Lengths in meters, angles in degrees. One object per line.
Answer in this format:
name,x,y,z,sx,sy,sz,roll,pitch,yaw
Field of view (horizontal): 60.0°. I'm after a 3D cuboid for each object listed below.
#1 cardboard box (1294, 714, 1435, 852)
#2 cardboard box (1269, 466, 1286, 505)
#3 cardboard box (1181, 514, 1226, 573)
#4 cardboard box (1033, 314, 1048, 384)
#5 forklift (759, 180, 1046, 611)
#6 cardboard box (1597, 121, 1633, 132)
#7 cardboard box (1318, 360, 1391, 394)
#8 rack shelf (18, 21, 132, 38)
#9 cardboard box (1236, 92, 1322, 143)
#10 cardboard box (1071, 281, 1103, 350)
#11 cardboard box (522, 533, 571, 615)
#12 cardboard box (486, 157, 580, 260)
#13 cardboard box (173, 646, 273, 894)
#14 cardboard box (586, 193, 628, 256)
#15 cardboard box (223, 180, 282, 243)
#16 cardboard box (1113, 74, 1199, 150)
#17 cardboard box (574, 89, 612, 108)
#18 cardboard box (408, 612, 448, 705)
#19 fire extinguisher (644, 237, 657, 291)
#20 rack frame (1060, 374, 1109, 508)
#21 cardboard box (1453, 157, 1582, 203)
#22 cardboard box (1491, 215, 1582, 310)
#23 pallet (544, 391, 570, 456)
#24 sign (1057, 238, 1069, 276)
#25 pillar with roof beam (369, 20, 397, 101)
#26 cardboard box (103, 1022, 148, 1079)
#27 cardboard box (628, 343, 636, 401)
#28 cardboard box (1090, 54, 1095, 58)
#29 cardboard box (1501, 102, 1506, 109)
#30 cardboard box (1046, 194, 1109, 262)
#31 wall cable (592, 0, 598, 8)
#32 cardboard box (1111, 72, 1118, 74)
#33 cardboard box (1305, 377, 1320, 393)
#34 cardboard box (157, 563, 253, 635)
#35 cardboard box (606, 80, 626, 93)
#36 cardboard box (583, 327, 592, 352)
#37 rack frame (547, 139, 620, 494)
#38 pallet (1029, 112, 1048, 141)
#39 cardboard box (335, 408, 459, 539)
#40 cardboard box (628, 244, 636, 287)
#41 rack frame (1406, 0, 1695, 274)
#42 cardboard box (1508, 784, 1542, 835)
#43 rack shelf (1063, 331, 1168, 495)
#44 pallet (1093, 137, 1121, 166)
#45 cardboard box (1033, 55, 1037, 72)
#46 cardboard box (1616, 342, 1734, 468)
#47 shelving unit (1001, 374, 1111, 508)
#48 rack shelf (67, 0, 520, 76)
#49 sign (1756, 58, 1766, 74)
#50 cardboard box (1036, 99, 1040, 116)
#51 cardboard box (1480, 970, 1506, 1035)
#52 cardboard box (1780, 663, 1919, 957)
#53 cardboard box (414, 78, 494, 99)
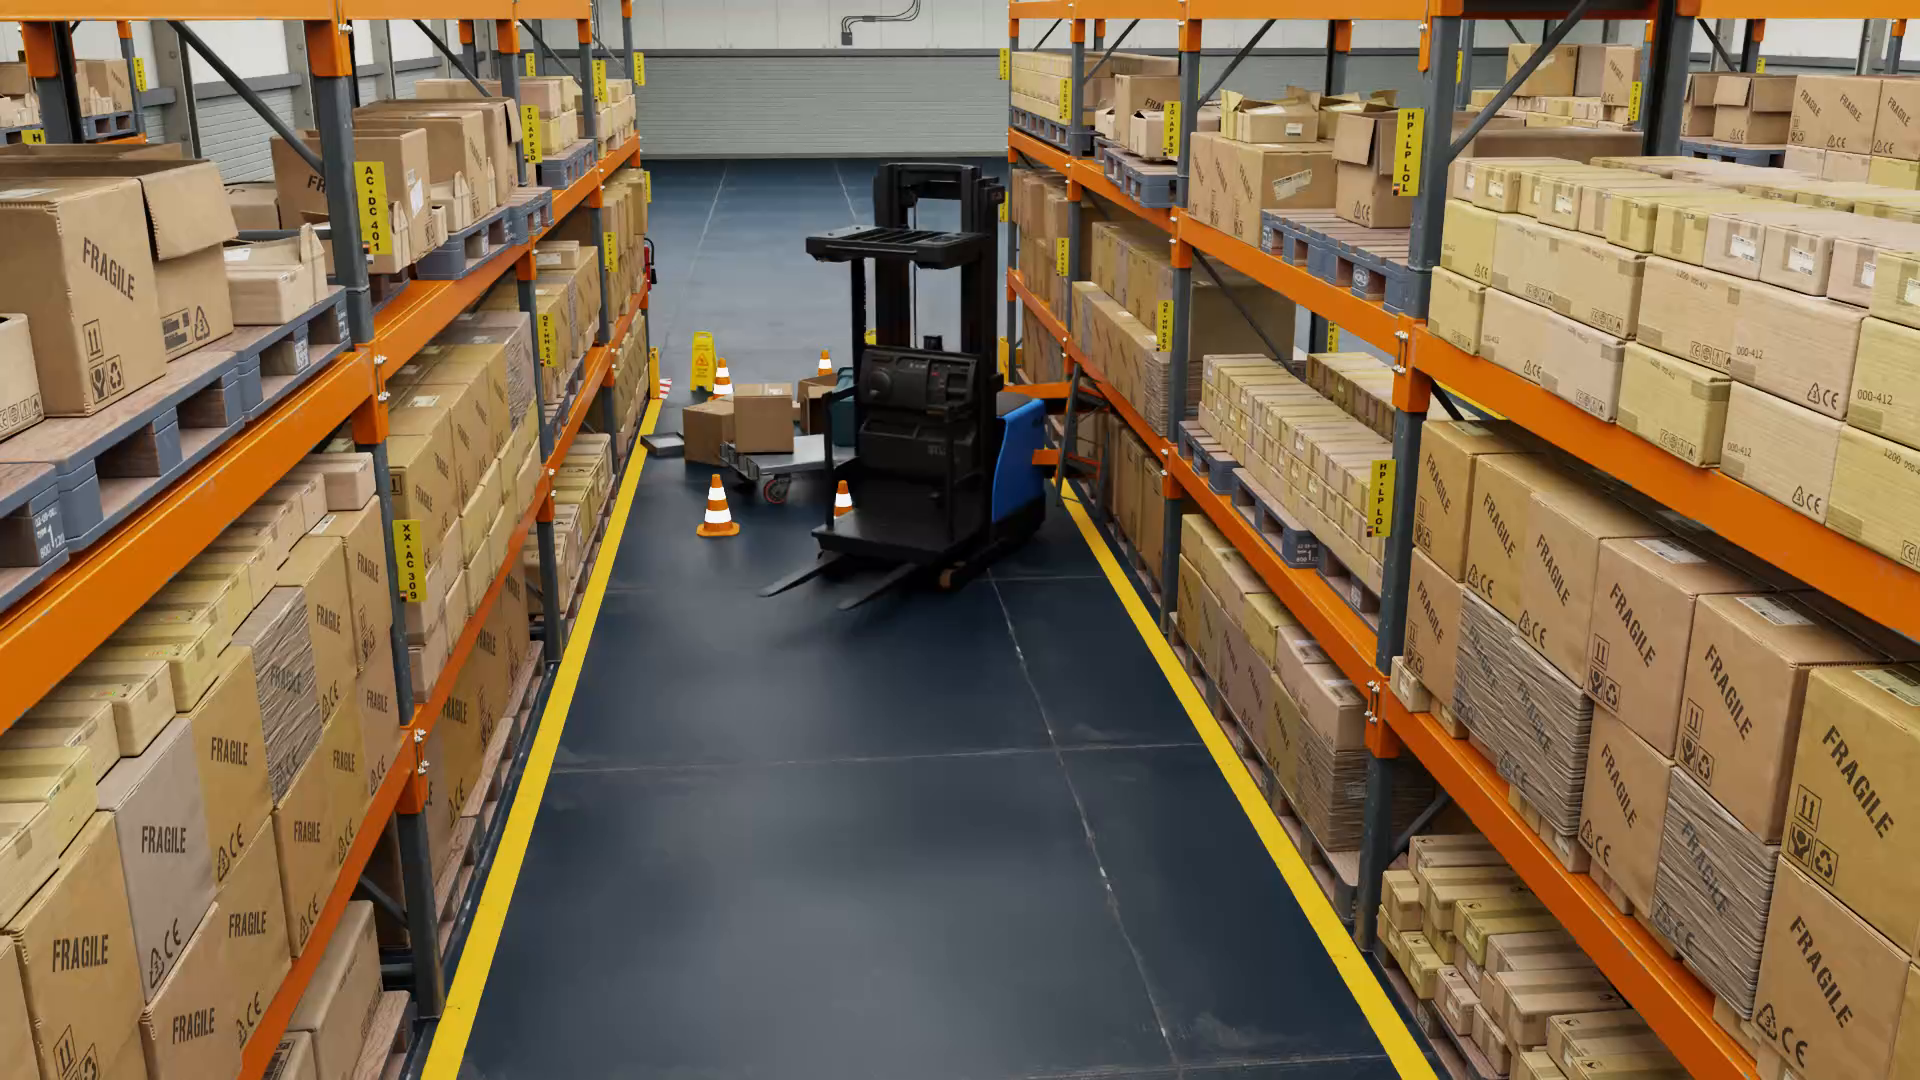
cardboard box,1.939,1.145,7.993,0.500,0.500,0.500,-2,18,-7
cardboard box,1.863,-0.294,8.825,0.380,0.149,0.250,-2,18,-7
cardboard box,1.684,0.022,10.321,0.500,0.250,0.500,-3,18,-8
cardboard box,1.257,-1.934,17.175,0.875,0.875,0.875,-2,18,-7
forklift,-0.403,-1.135,12.046,1.129,2.843,3.031,8,19,25
cardboard box,6.078,-3.628,14.968,0.500,0.250,0.500,-1,17,-4
cardboard box,2.384,-0.983,10.027,0.380,0.149,0.250,-2,18,-6
rack shelf,-8.615,-4.604,14.688,1.077,0.370,4.000,-2,18,-6
cardboard box,1.740,-2.312,9.082,0.396,0.266,0.258,-2,18,-6
cardboard box,1.228,-1.900,14.055,0.500,0.500,0.500,-2,17,-5
cardboard box,-3.108,0.242,11.085,0.950,0.372,0.625,-3,18,-9
cardboard box,-2.847,-2.032,10.577,0.402,1.117,4.483,-2,18,-7
cardboard box,-2.174,0.609,4.394,0.500,0.500,0.500,-2,18,-5
cardboard box,-3.491,-3.025,14.638,1.020,1.000,0.508,-2,18,-5
cardboard box,-2.947,-1.296,6.738,0.500,0.311,0.500,-2,18,-6
cardboard box,1.396,-3.062,11.880,0.500,0.500,0.500,-2,18,-6
cardboard box,-3.255,-3.865,14.560,0.380,0.149,0.250,-2,18,-6
cardboard box,-2.430,0.481,6.887,0.500,0.250,0.500,-2,18,-7
fire extinguisher,-3.438,-3.038,17.974,0.296,0.674,0.183,-2,18,-6
rack frame,0.994,-0.775,13.013,0.475,0.981,0.013,15,-8,-40
cardboard box,2.055,-1.328,6.142,0.380,0.149,0.250,-2,18,-7
cardboard box,2.124,-0.933,5.548,0.500,0.250,0.500,-2,18,-6
pallet,-3.239,-0.760,10.911,1.213,0.211,1.003,-2,18,-6
sign,8.833,-2.715,15.129,16.064,0.392,0.098,-2,18,-6
pillar with roof beam,-7.221,-10.995,33.174,9.100,9.000,0.400,-2,18,-6
cardboard box,-2.078,1.391,3.571,0.500,0.500,0.500,-2,18,-6
cardboard box,-3.383,-1.579,15.835,0.500,0.500,0.500,-1,17,-3
cardboard box,1.504,-4.757,16.533,0.380,0.149,0.250,-2,18,-5
cardboard box,5.807,-4.558,17.265,0.380,0.149,0.250,-1,17,-3
cardboard box,1.265,-2.876,15.275,0.875,0.550,0.550,-2,18,-6
wall cable,-9.038,-16.367,47.039,3.097,2.526,0.112,-2,18,-6
cardboard box,1.563,-4.222,15.495,0.500,0.250,0.500,-2,18,-6
cardboard box,2.357,-0.915,10.306,0.380,0.149,0.250,-1,17,-5
cardboard box,-2.230,0.179,4.678,0.380,0.149,0.250,-2,18,-7
cardboard box,-3.568,-4.548,16.737,0.380,0.149,0.250,-1,17,-5
cardboard box,-3.043,-1.540,12.792,0.380,0.149,0.250,-2,18,-5
rack frame,-3.472,-1.835,14.013,1.000,3.000,0.127,-2,18,-6
pallet,1.244,-4.013,16.092,1.003,0.211,1.213,-2,18,-6
cardboard box,-2.486,-0.266,7.182,0.500,0.500,0.500,-2,18,-6
cardboard box,-3.602,-2.463,15.599,0.949,0.649,1.999,-2,18,-6
rack frame,2.266,-2.496,6.105,1.000,3.000,0.127,-2,18,-6
cardboard box,2.133,0.891,5.750,0.380,0.149,0.250,-1,17,-5
rack shelf,1.647,-1.078,12.805,1.077,0.370,4.000,-2,18,-6
pallet,1.585,-3.086,13.310,0.805,0.209,1.217,-2,18,-8
cardboard box,0.903,-4.585,15.985,0.380,0.149,0.250,-2,17,-5
cardboard box,2.197,-0.387,4.645,0.500,0.250,0.500,-1,17,-3
shelving unit,0.661,-0.787,13.397,0.538,0.981,1.030,15,-8,-40
rack shelf,-2.853,-2.375,7.588,1.077,0.370,4.000,-2,18,-6
sign,6.937,-4.025,14.460,0.100,0.325,0.005,-2,18,-6
cardboard box,0.927,-4.130,15.869,0.380,0.149,0.250,-2,18,-6
cardboard box,2.187,1.726,6.232,0.380,0.149,0.250,-3,18,-8
cardboard box,2.332,0.611,3.889,0.500,0.500,0.500,-2,18,-8
cardboard box,-3.749,-3.298,12.382,0.500,0.250,0.500,-2,18,-7
